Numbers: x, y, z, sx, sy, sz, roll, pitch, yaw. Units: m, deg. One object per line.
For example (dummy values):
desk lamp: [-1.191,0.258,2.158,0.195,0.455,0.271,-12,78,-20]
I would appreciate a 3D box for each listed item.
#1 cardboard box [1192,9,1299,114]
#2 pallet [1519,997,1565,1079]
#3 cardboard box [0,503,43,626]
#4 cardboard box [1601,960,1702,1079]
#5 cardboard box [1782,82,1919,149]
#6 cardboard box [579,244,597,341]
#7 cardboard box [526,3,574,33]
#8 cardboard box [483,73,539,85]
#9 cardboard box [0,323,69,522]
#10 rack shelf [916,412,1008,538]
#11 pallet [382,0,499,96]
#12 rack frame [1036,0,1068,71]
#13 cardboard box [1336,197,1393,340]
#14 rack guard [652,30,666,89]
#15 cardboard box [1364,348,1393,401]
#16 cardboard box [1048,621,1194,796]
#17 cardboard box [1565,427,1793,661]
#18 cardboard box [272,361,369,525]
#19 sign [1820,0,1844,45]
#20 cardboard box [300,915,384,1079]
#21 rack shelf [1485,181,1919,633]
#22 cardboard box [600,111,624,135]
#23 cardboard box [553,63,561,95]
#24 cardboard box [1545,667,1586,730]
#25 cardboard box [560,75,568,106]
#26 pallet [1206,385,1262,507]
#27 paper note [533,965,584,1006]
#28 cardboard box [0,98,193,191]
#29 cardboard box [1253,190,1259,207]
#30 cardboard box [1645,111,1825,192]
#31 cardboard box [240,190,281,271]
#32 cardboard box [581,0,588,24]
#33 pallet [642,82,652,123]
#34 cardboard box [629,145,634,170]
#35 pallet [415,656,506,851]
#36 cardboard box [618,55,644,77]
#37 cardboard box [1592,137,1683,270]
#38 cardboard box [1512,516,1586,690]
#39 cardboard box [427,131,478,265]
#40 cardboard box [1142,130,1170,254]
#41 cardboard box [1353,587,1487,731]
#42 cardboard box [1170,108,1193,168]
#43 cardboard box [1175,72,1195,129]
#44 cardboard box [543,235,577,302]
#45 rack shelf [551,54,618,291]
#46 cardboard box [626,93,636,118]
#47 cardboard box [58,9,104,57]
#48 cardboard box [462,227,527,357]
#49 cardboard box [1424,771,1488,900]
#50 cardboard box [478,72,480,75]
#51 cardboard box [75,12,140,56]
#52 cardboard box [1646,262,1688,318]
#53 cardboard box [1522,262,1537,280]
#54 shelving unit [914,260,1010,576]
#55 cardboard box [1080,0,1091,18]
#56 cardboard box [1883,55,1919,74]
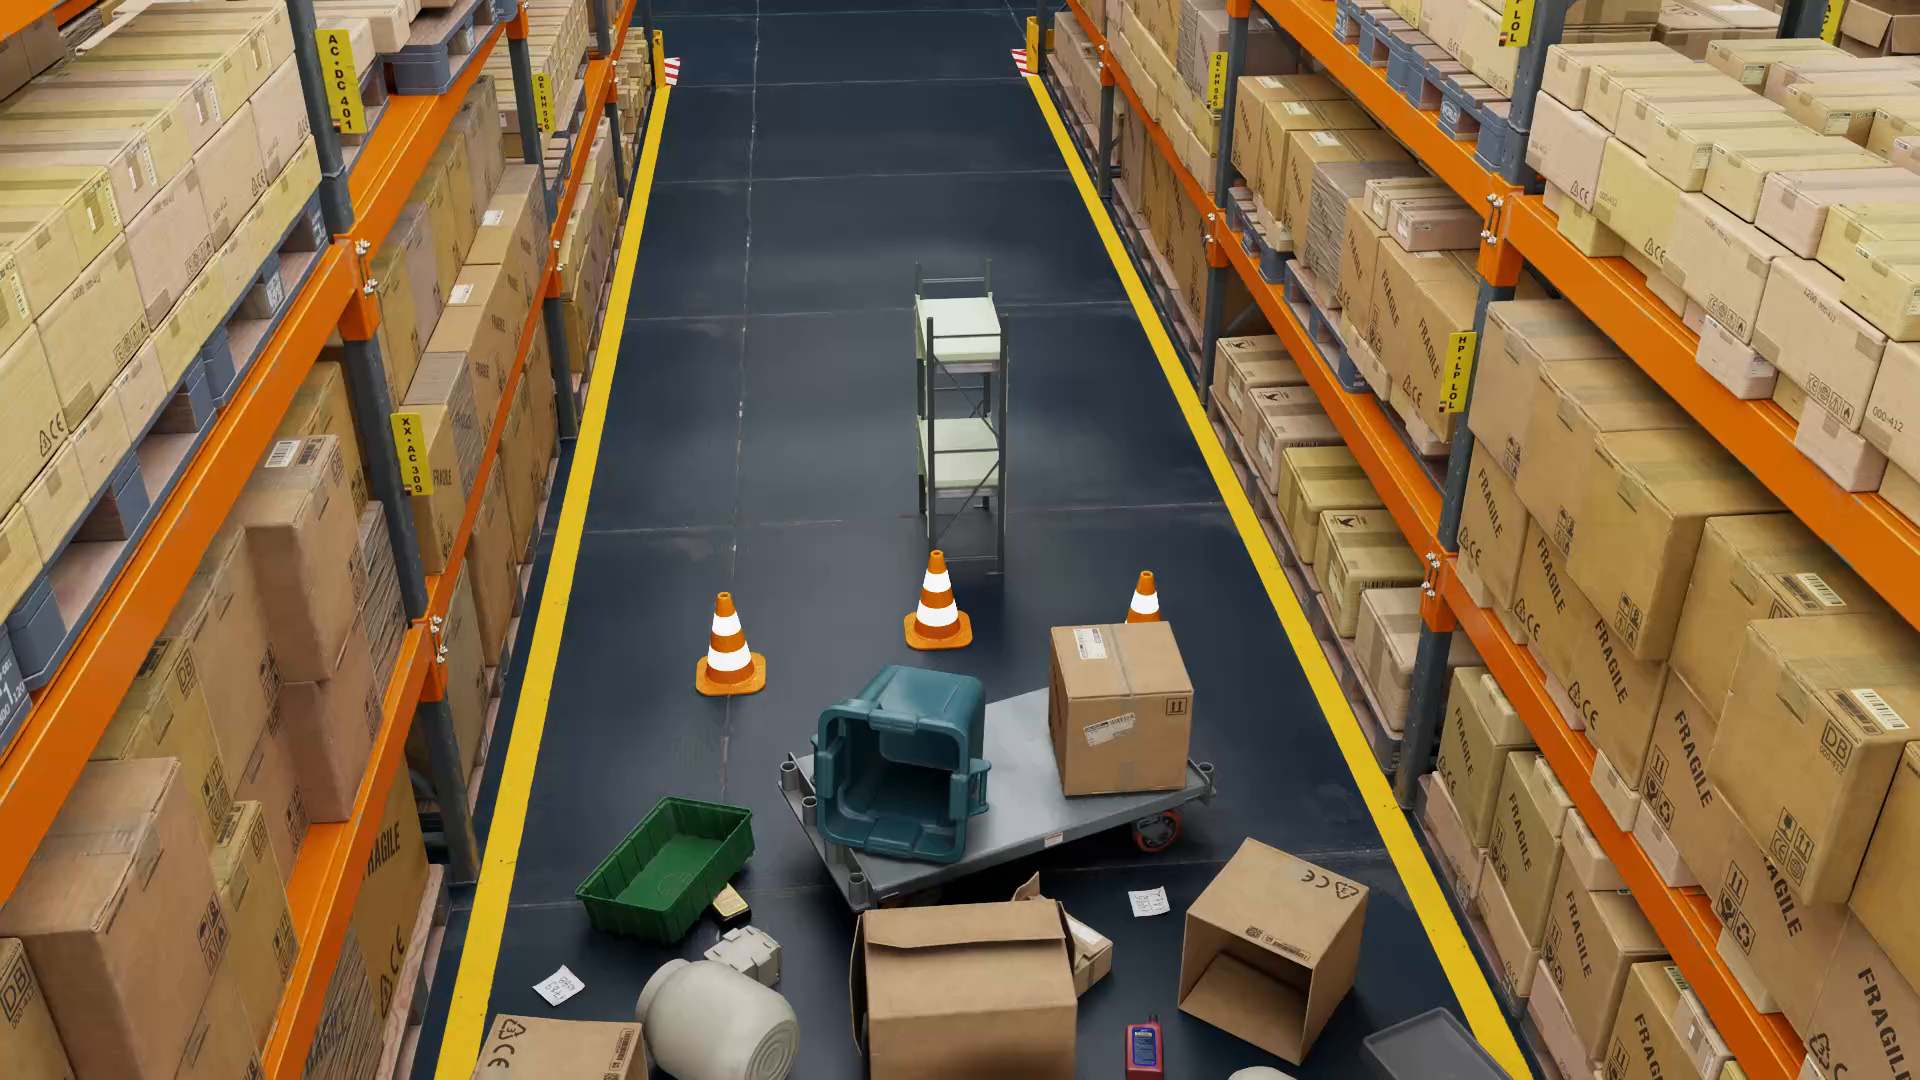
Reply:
cardboard box: [1.738,-2.924,10.148,0.500,0.500,0.500,-4,31,-6]
pallet: [2.635,2.004,5.689,1.003,0.211,1.213,-3,31,-5]
cardboard box: [-1.933,0.063,3.032,0.380,0.149,0.250,-3,31,-4]
cardboard box: [2.367,1.641,5.118,0.500,0.500,0.500,-3,31,-6]
cardboard box: [2.703,-1.263,4.982,0.380,0.149,0.250,-2,31,-3]
cardboard box: [-2.735,-1.649,11.114,0.500,0.500,0.500,-2,31,-4]
cardboard box: [-2.942,-3.683,11.747,0.380,0.149,0.250,-3,31,-5]
cardboard box: [-2.769,-2.748,10.180,0.380,0.149,0.250,-3,31,-5]
cardboard box: [-2.011,-0.177,3.046,0.500,0.250,0.500,-3,31,-5]
rack shelf: [0.001,-0.361,9.027,0.431,0.370,0.720,-3,31,-5]
pallet: [-2.652,-2.222,7.303,1.003,0.211,1.213,-1,31,-2]
rack frame: [1.299,-6.285,16.847,1.000,3.000,0.127,-3,31,-5]
cardboard box: [2.059,-1.251,7.622,0.500,0.500,0.500,-2,31,-3]
rack guard: [-3.613,-4.884,16.940,1.175,0.500,0.348,-3,31,-5]
cardboard box: [2.030,-0.746,7.409,0.380,0.149,0.250,-3,31,-5]
cardboard box: [0.651,0.690,6.869,0.500,0.500,0.500,-3,31,-5]
cardboard box: [2.291,-0.004,4.969,0.700,0.500,0.500,-3,31,-6]
cardboard box: [-2.499,-0.208,5.473,0.875,0.550,0.550,-3,31,-5]
sign: [2.960,-1.698,5.739,0.100,0.325,0.005,-3,31,-5]
cardboard box: [-2.422,1.647,5.231,0.875,0.875,0.875,-3,31,-4]
rack shelf: [2.607,-0.116,4.296,1.077,0.370,4.000,-3,31,-5]
cardboard box: [-3.039,-3.495,13.967,0.380,0.149,0.250,-1,31,-2]
cardboard box: [-2.840,-3.026,10.936,0.380,0.149,0.250,-3,31,-5]
cardboard box: [2.249,0.514,5.709,0.380,0.149,0.250,-2,31,-3]
cardboard box: [-2.862,-3.032,11.237,0.380,0.149,0.250,-4,31,-6]
pallet: [2.118,-0.605,10.056,1.003,0.211,1.213,-3,31,-5]
paper note: [-1.534,1.705,6.366,0.142,0.020,0.147,27,40,37]
cardboard box: [-2.052,-0.927,3.911,0.380,0.149,0.250,-3,31,-4]
cardboard box: [1.885,-1.952,9.429,0.380,0.149,0.250,-5,31,-8]
cardboard box: [2.192,-1.102,4.713,0.380,0.149,0.250,-3,31,-5]
cardboard box: [-2.097,-0.842,4.547,0.380,0.149,0.250,-2,31,-4]
cardboard box: [-3.013,-3.961,12.501,0.380,0.149,0.250,-2,31,-3]
pallet: [-3.572,-4.344,16.317,1.003,0.211,1.213,-3,31,-5]
cardboard box: [-2.985,-3.248,14.133,0.380,0.149,0.250,-2,31,-3]
pallet: [-2.646,0.937,7.475,1.003,0.211,1.213,-3,31,-5]
cardboard box: [-3.160,-4.423,15.520,0.380,0.149,0.250,-2,31,-3]
cardboard box: [2.246,-1.009,4.945,0.500,0.250,0.500,-3,31,-5]
cardboard box: [2.254,0.164,5.663,0.500,0.500,0.500,-3,31,-5]
cardboard box: [-2.742,-1.635,7.989,0.700,0.500,0.500,-3,31,-5]
cardboard box: [1.902,-2.738,12.570,0.875,0.875,0.875,-2,31,-3]
cardboard box: [2.369,0.522,7.605,0.950,0.372,0.625,-2,31,-4]
cardboard box: [1.677,-2.642,10.895,0.500,0.250,0.500,-2,31,-4]
cardboard box: [1.697,-2.848,10.751,0.500,0.250,0.500,-4,31,-6]
cardboard box: [-2.696,-1.705,10.476,0.500,0.250,0.500,-4,31,-7]
rack shelf: [-3.059,-2.624,11.420,1.077,0.370,4.000,-3,31,-5]
cardboard box: [-3.118,-3.898,14.931,0.380,0.149,0.250,-3,31,-5]
cardboard box: [-8.343,-4.291,15.171,0.875,0.875,0.875,-3,31,-5]
cardboard box: [-2.471,-1.228,8.283,0.500,0.500,0.500,-3,31,-5]
cardboard box: [2.206,1.156,6.662,0.500,0.250,0.500,-4,31,-7]
cardboard box: [-3.570,-3.276,11.645,0.380,0.149,0.250,-4,31,-7]
cardboard box: [-2.724,-1.669,5.834,0.500,0.250,0.500,-2,31,-4]
cardboard box: [2.291,-0.780,4.951,0.380,0.149,0.250,-2,31,-3]
cardboard box: [2.614,-1.018,7.232,0.500,0.500,0.500,-3,31,-4]
shelving unit: [0.001,-0.640,8.860,0.431,1.500,0.755,-3,31,-5]
cardboard box: [1.321,-4.773,14.218,0.500,0.500,0.500,-3,31,-6]
cardboard box: [6.567,-3.079,11.217,0.500,0.250,0.500,-4,31,-7]
